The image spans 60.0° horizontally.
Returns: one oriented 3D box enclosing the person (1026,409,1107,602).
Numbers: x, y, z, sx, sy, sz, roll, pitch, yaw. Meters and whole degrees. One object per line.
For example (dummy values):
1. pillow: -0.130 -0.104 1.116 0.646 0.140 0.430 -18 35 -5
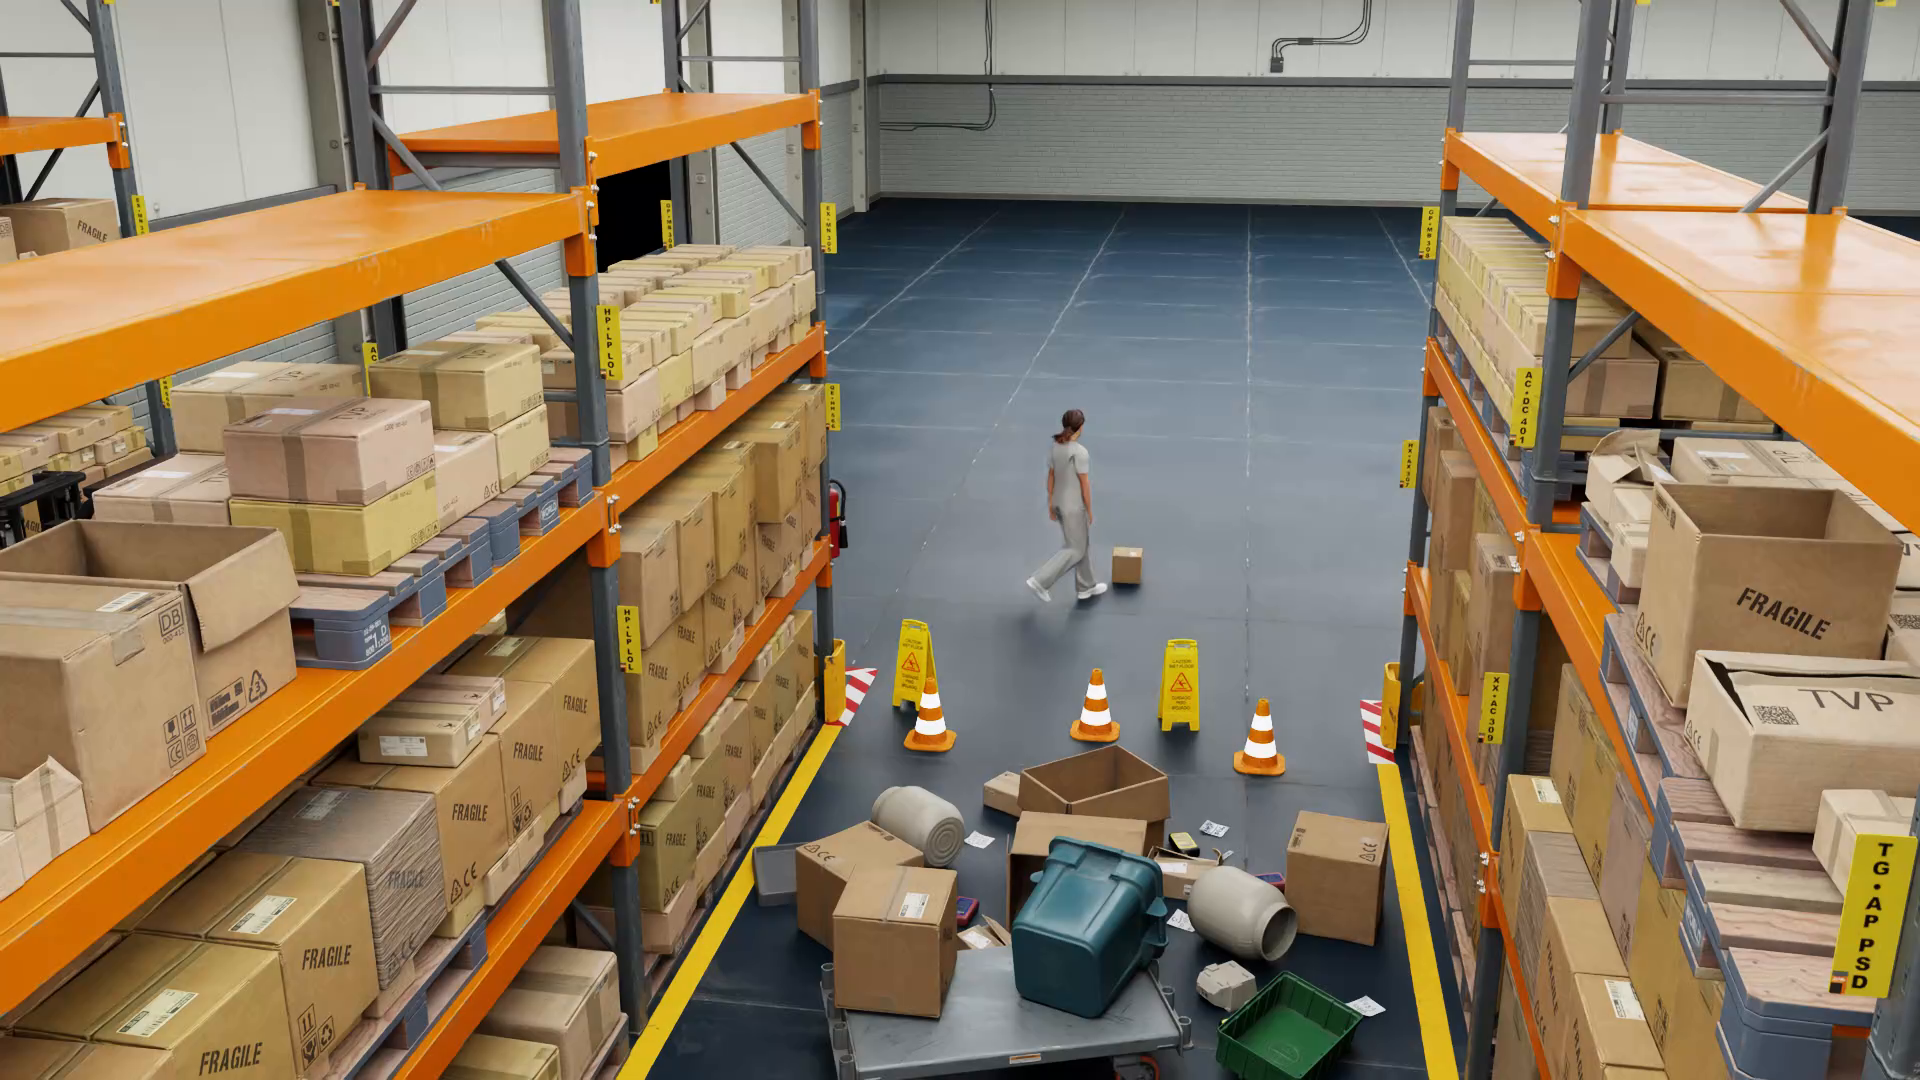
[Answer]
1. person: 0.881 -0.275 13.897 0.858 1.651 0.451 -10 20 -27
